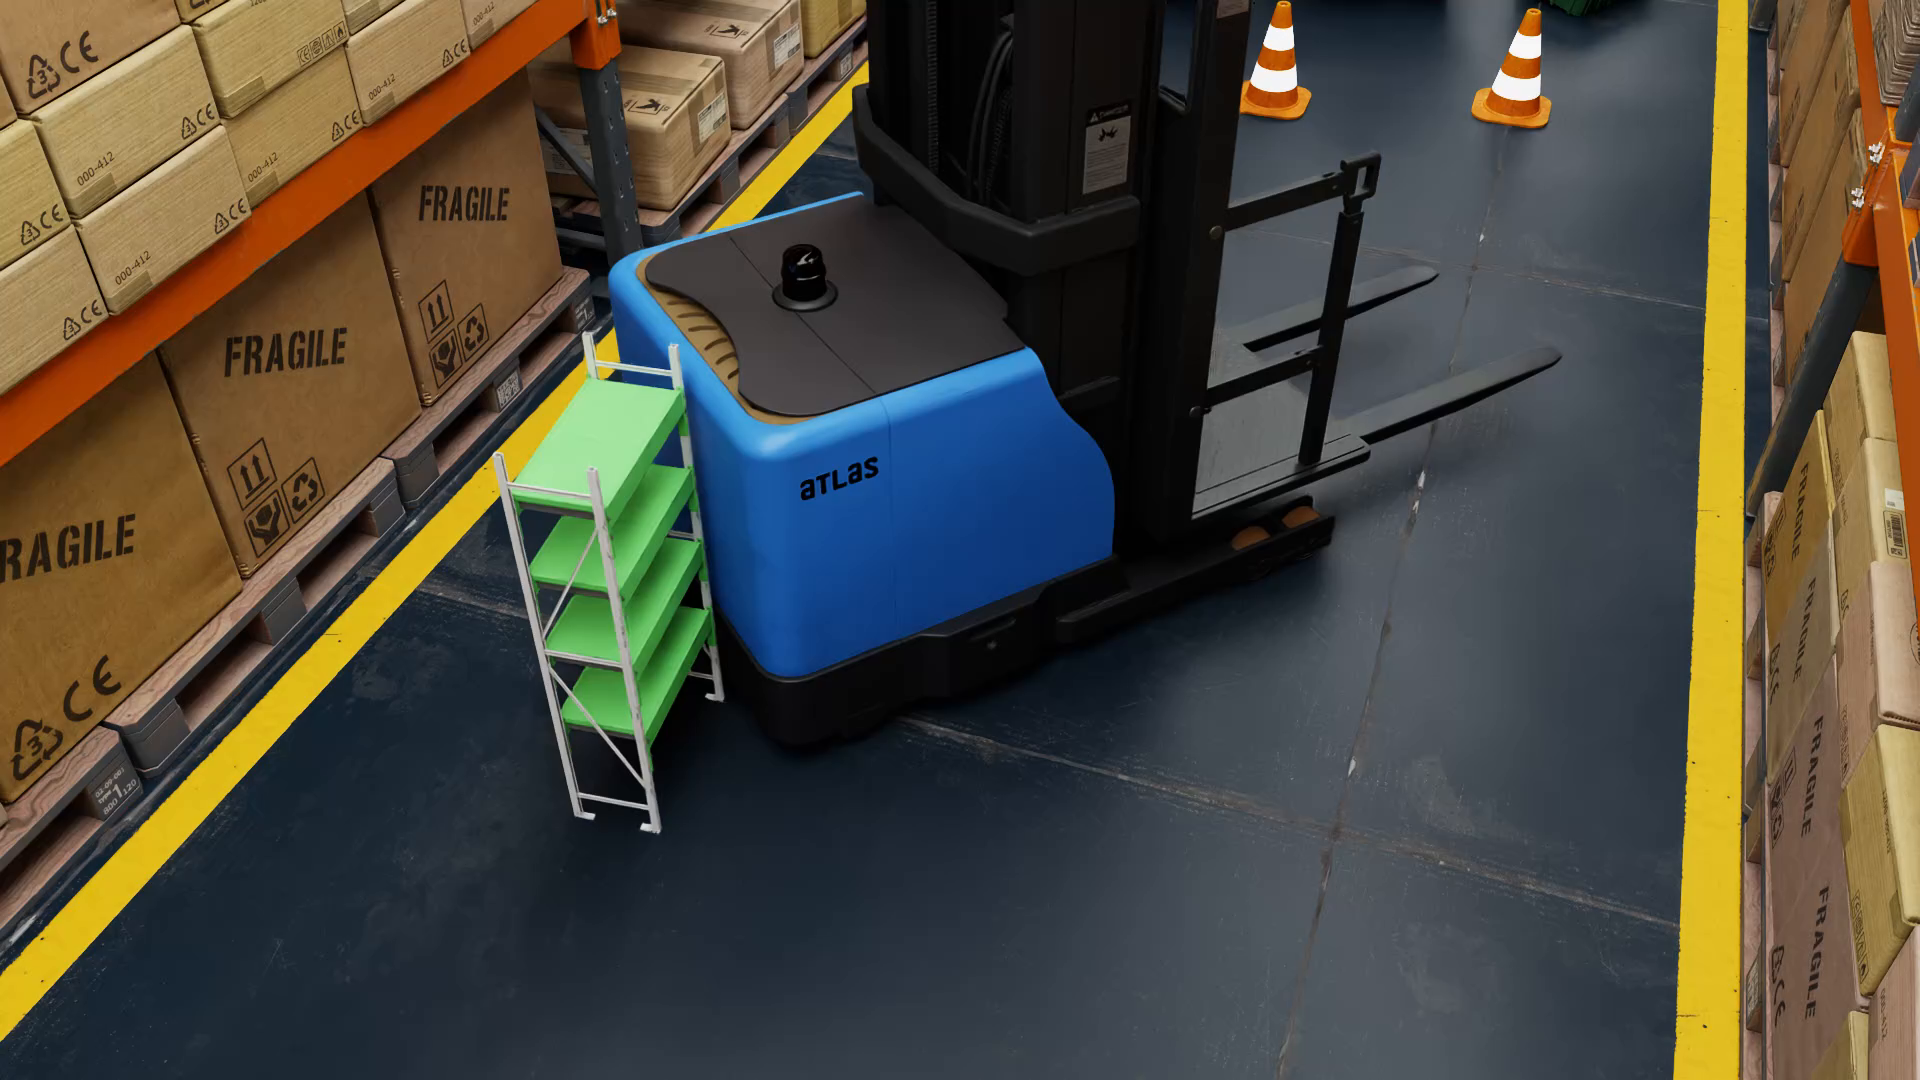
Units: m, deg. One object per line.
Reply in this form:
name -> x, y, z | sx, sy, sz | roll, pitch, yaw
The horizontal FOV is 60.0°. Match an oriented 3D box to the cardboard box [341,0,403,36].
cardboard box -> -1.778, -1.641, 4.593 | 0.500, 0.250, 0.500 | 12, 42, 14

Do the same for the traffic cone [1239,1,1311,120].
traffic cone -> 1.421, -2.182, 7.451 | 0.336, 0.463, 0.334 | 13, 42, 15

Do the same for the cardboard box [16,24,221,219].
cardboard box -> -2.111, -1.008, 3.850 | 0.500, 0.250, 0.500 | 12, 42, 14

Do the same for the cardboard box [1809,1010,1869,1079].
cardboard box -> 1.832, 1.274, 3.048 | 0.500, 0.500, 0.500 | 12, 42, 14

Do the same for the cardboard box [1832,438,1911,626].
cardboard box -> 2.371, 0.046, 3.910 | 0.500, 0.250, 0.500 | 13, 42, 15

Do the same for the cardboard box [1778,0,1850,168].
cardboard box -> 3.914, -1.894, 6.569 | 1.050, 0.750, 0.750 | 13, 42, 15

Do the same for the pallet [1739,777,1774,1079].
pallet -> 2.320, 1.142, 3.748 | 1.003, 0.211, 1.213 | 13, 42, 15

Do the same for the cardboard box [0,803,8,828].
cardboard box -> -2.910, 0.519, 3.644 | 0.875, 0.875, 0.875 | 15, 43, 16

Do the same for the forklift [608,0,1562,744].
forklift -> 0.568, -1.268, 4.478 | 3.031, 2.935, 1.130 | -21, 45, -22

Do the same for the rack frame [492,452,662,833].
rack frame -> -0.900, 0.287, 3.989 | 0.240, 1.200, 0.015 | 9, 41, 10

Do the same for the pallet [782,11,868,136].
pallet -> -0.992, -2.330, 7.819 | 1.003, 0.211, 1.213 | 13, 42, 15

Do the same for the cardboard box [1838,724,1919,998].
cardboard box -> 2.012, 0.663, 3.187 | 0.500, 0.250, 0.500 | 12, 42, 13

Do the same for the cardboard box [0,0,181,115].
cardboard box -> -2.134, -1.295, 3.610 | 0.500, 0.500, 0.500 | 13, 42, 14

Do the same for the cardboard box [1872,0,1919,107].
cardboard box -> 2.909, -1.509, 4.630 | 0.500, 0.500, 0.500 | 13, 42, 15

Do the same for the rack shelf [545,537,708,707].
rack shelf -> -0.843, 0.181, 4.211 | 0.258, 0.148, 0.480 | 9, 41, 10

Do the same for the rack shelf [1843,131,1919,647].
rack shelf -> 2.323, 0.357, 3.075 | 1.077, 0.370, 4.000 | 13, 42, 15

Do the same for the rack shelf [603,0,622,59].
rack shelf -> -0.995, -3.120, 7.150 | 1.077, 0.370, 4.000 | 13, 42, 15

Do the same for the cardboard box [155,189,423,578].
cardboard box -> -2.302, -0.579, 4.931 | 0.875, 0.875, 0.875 | 14, 42, 16

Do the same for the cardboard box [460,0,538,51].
cardboard box -> -1.608, -1.750, 5.106 | 0.500, 0.250, 0.500 | 12, 42, 14

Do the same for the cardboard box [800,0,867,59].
cardboard box -> -0.967, -2.589, 7.675 | 0.950, 0.372, 0.625 | 15, 43, 17

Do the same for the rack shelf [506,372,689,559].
rack shelf -> -0.843, -0.184, 3.900 | 0.258, 0.148, 0.480 | 9, 41, 10

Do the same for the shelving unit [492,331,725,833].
shelving unit -> -0.843, 0.133, 4.170 | 0.258, 1.200, 0.503 | 9, 41, 10

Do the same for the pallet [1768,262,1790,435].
pallet -> 3.348, -0.540, 5.720 | 1.003, 0.211, 1.213 | 13, 42, 15

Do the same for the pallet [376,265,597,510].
pallet -> -2.019, -0.648, 5.847 | 1.003, 0.211, 1.213 | 13, 42, 15

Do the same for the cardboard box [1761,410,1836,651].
cardboard box -> 2.526, 0.030, 4.507 | 0.500, 0.500, 0.500 | 12, 42, 13

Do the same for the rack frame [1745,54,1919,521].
rack frame -> 3.007, -1.136, 4.271 | 1.000, 3.000, 0.127 | 13, 42, 15

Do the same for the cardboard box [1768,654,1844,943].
cardboard box -> 2.186, 0.651, 3.778 | 0.500, 0.500, 0.500 | 12, 42, 14

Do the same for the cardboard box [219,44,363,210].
cardboard box -> -1.955, -1.132, 4.381 | 0.500, 0.250, 0.500 | 13, 42, 15

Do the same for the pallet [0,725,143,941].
pallet -> -2.854, 0.840, 4.103 | 1.003, 0.211, 1.213 | 13, 42, 15

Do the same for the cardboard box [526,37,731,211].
cardboard box -> -1.476, -1.676, 6.604 | 0.950, 0.372, 0.625 | 11, 42, 12

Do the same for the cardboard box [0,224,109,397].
cardboard box -> -2.283, -0.511, 3.654 | 0.500, 0.250, 0.500 | 13, 42, 15

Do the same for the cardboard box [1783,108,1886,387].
cardboard box -> 3.300, -0.792, 5.277 | 1.050, 0.750, 0.750 | 13, 42, 14

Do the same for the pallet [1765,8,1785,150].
pallet -> 4.182, -2.028, 7.464 | 1.003, 0.211, 1.213 | 13, 42, 15
